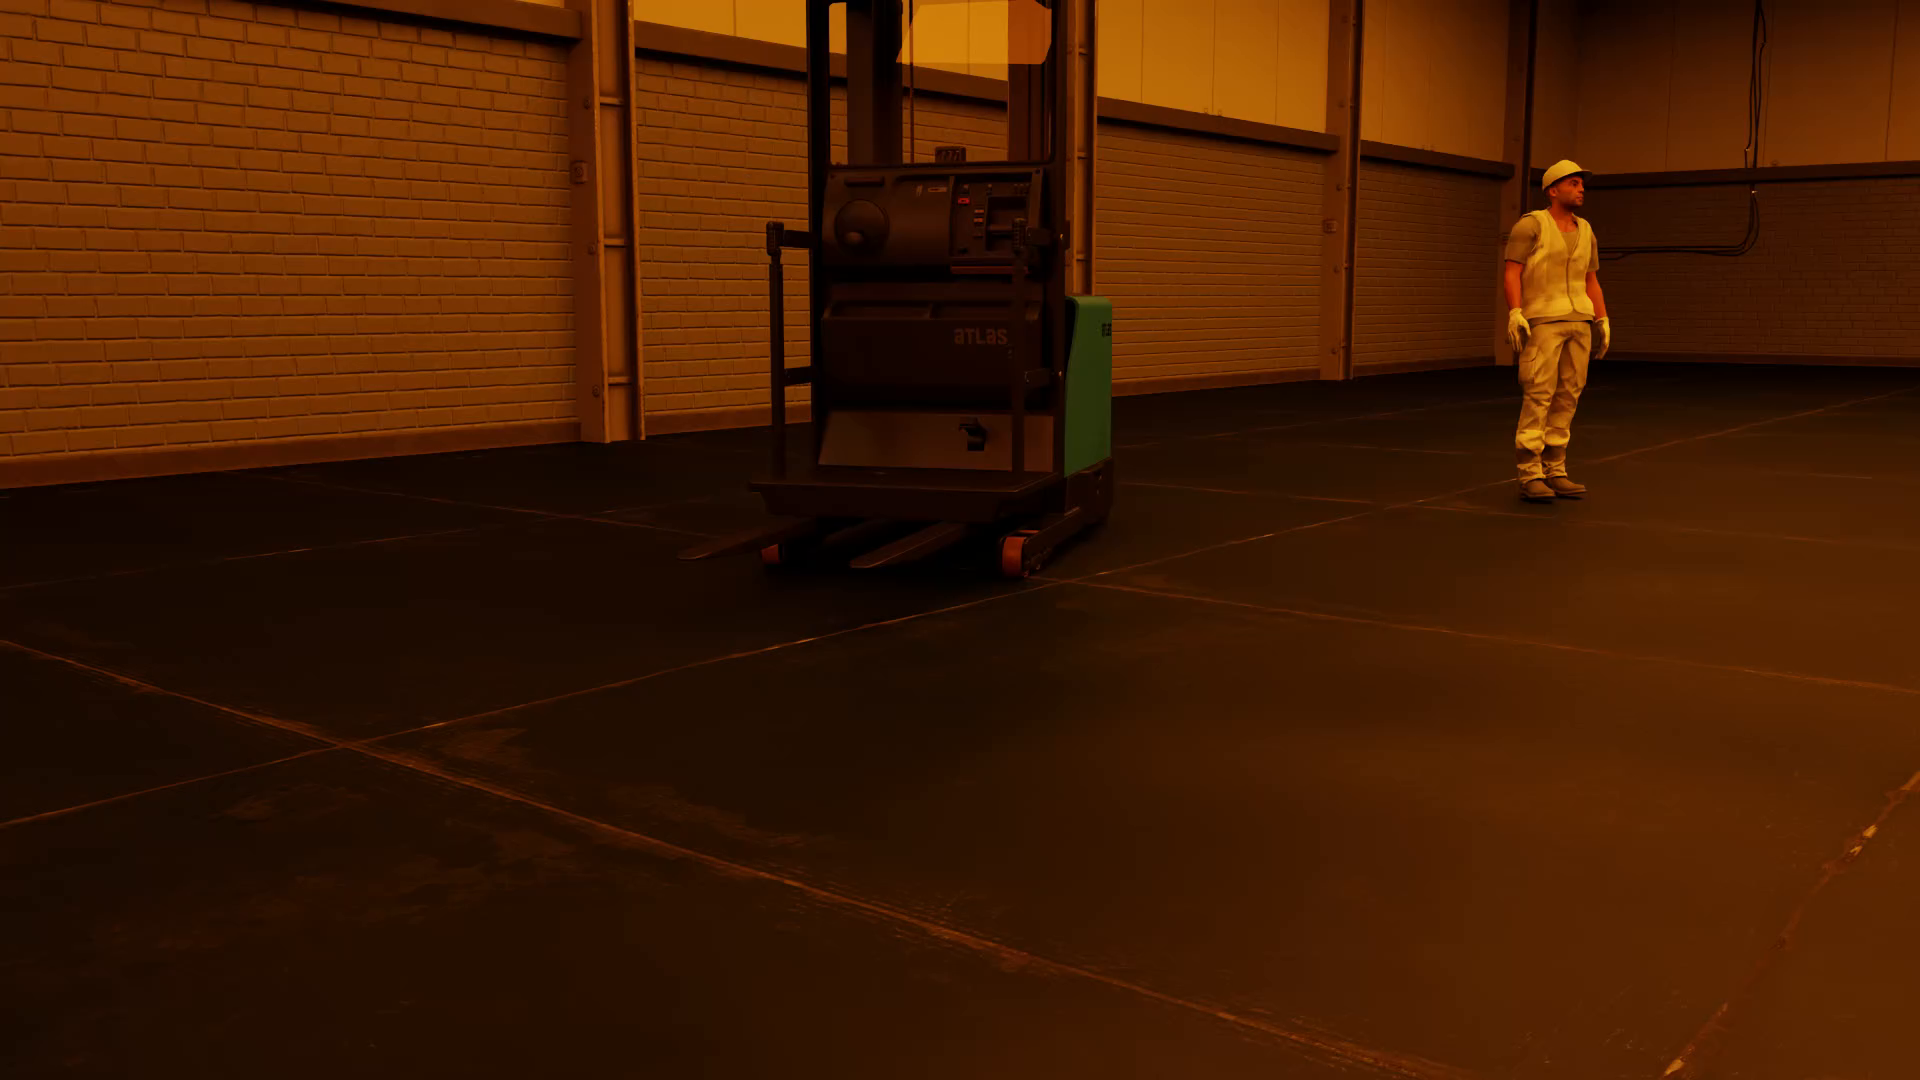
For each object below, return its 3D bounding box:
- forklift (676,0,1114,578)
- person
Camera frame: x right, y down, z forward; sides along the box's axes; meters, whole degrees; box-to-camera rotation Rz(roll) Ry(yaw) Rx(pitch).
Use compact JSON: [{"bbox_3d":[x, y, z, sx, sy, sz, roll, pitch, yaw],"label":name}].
[{"bbox_3d":[-0.176,-1.366,6.616,1.130,2.935,3.031,3,9,17],"label":"forklift"},{"bbox_3d":[3.235,-1.130,8.894,0.637,1.789,0.564,-3,9,-19],"label":"person"}]
